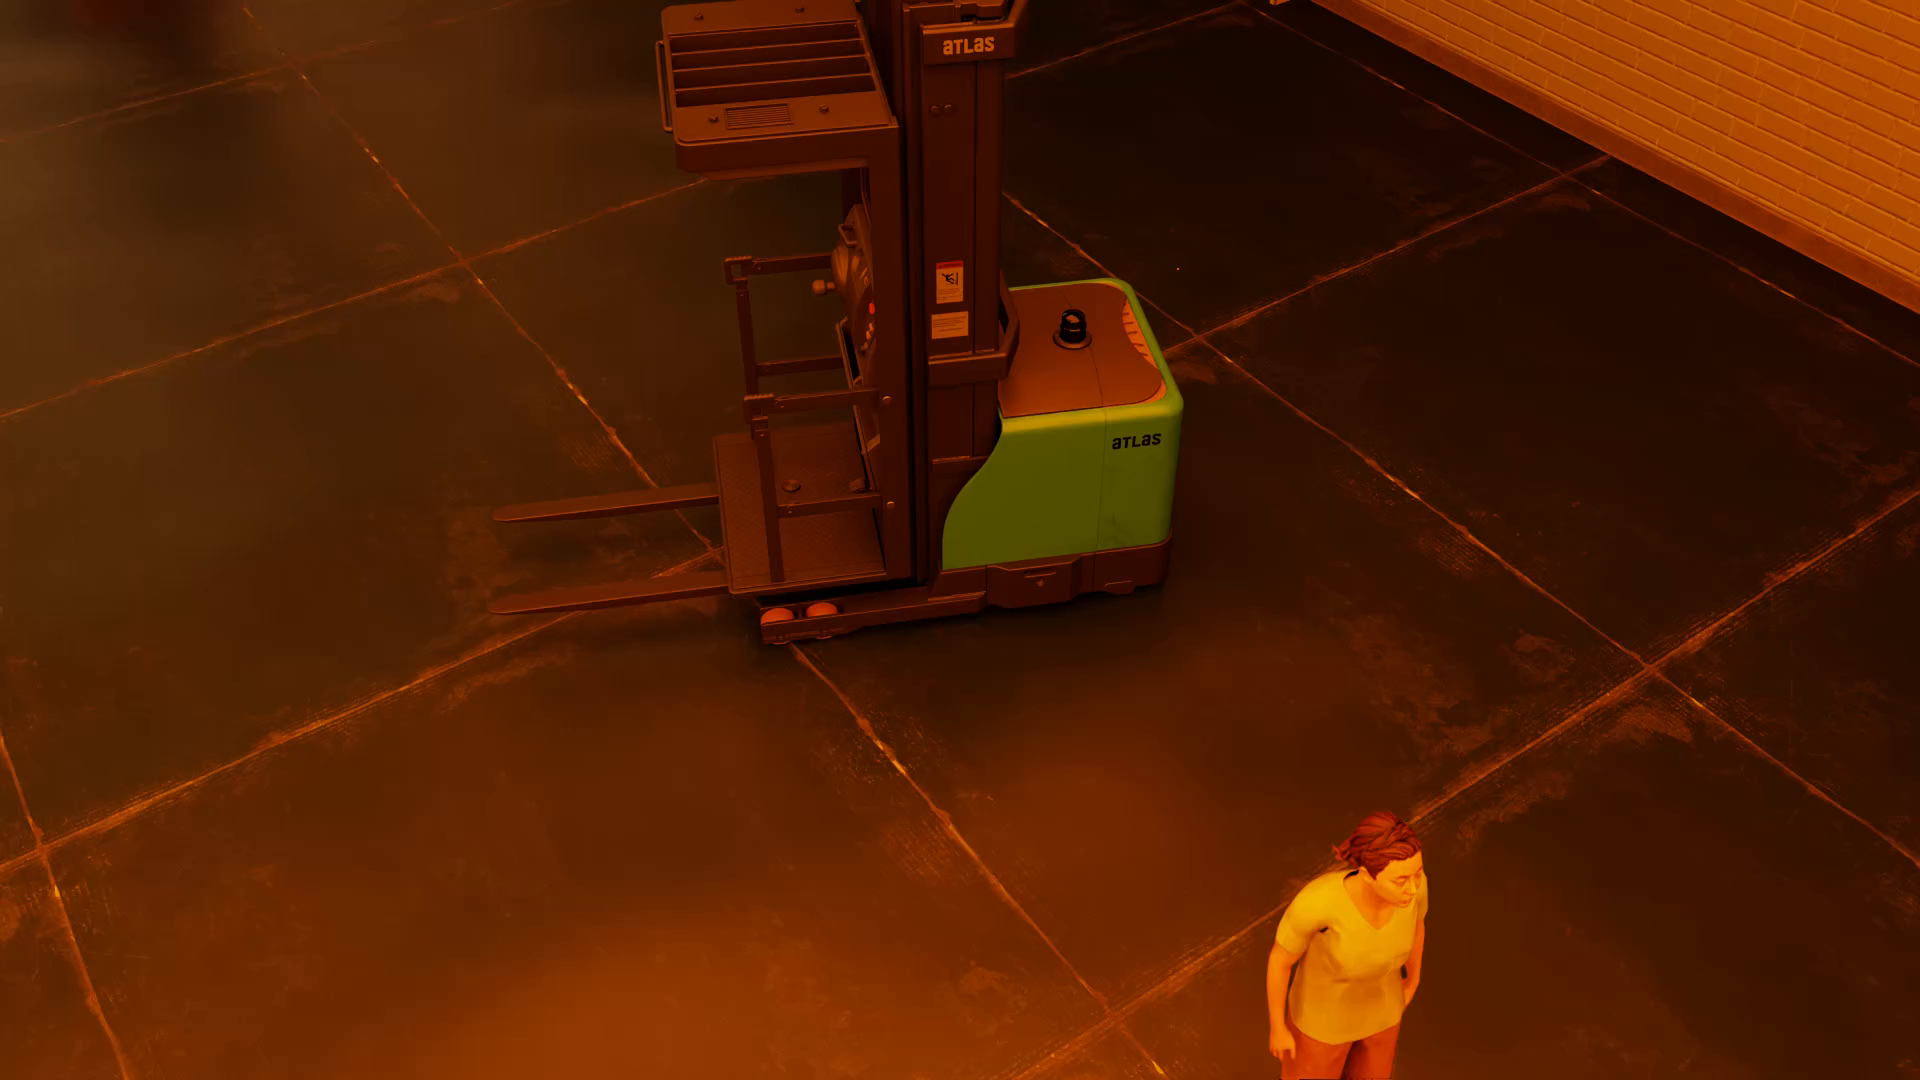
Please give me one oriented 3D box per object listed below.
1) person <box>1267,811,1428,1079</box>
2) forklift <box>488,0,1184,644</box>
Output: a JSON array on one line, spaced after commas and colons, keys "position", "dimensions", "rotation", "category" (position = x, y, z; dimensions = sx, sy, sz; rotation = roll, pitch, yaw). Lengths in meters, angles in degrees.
[{"position": [1.188, 1.466, 5.060], "dimensions": [0.538, 1.687, 0.482], "rotation": [-13, 44, -14], "category": "person"}, {"position": [-0.612, -1.004, 6.804], "dimensions": [3.031, 2.935, 1.130], "rotation": [-7, 43, -7], "category": "forklift"}]
